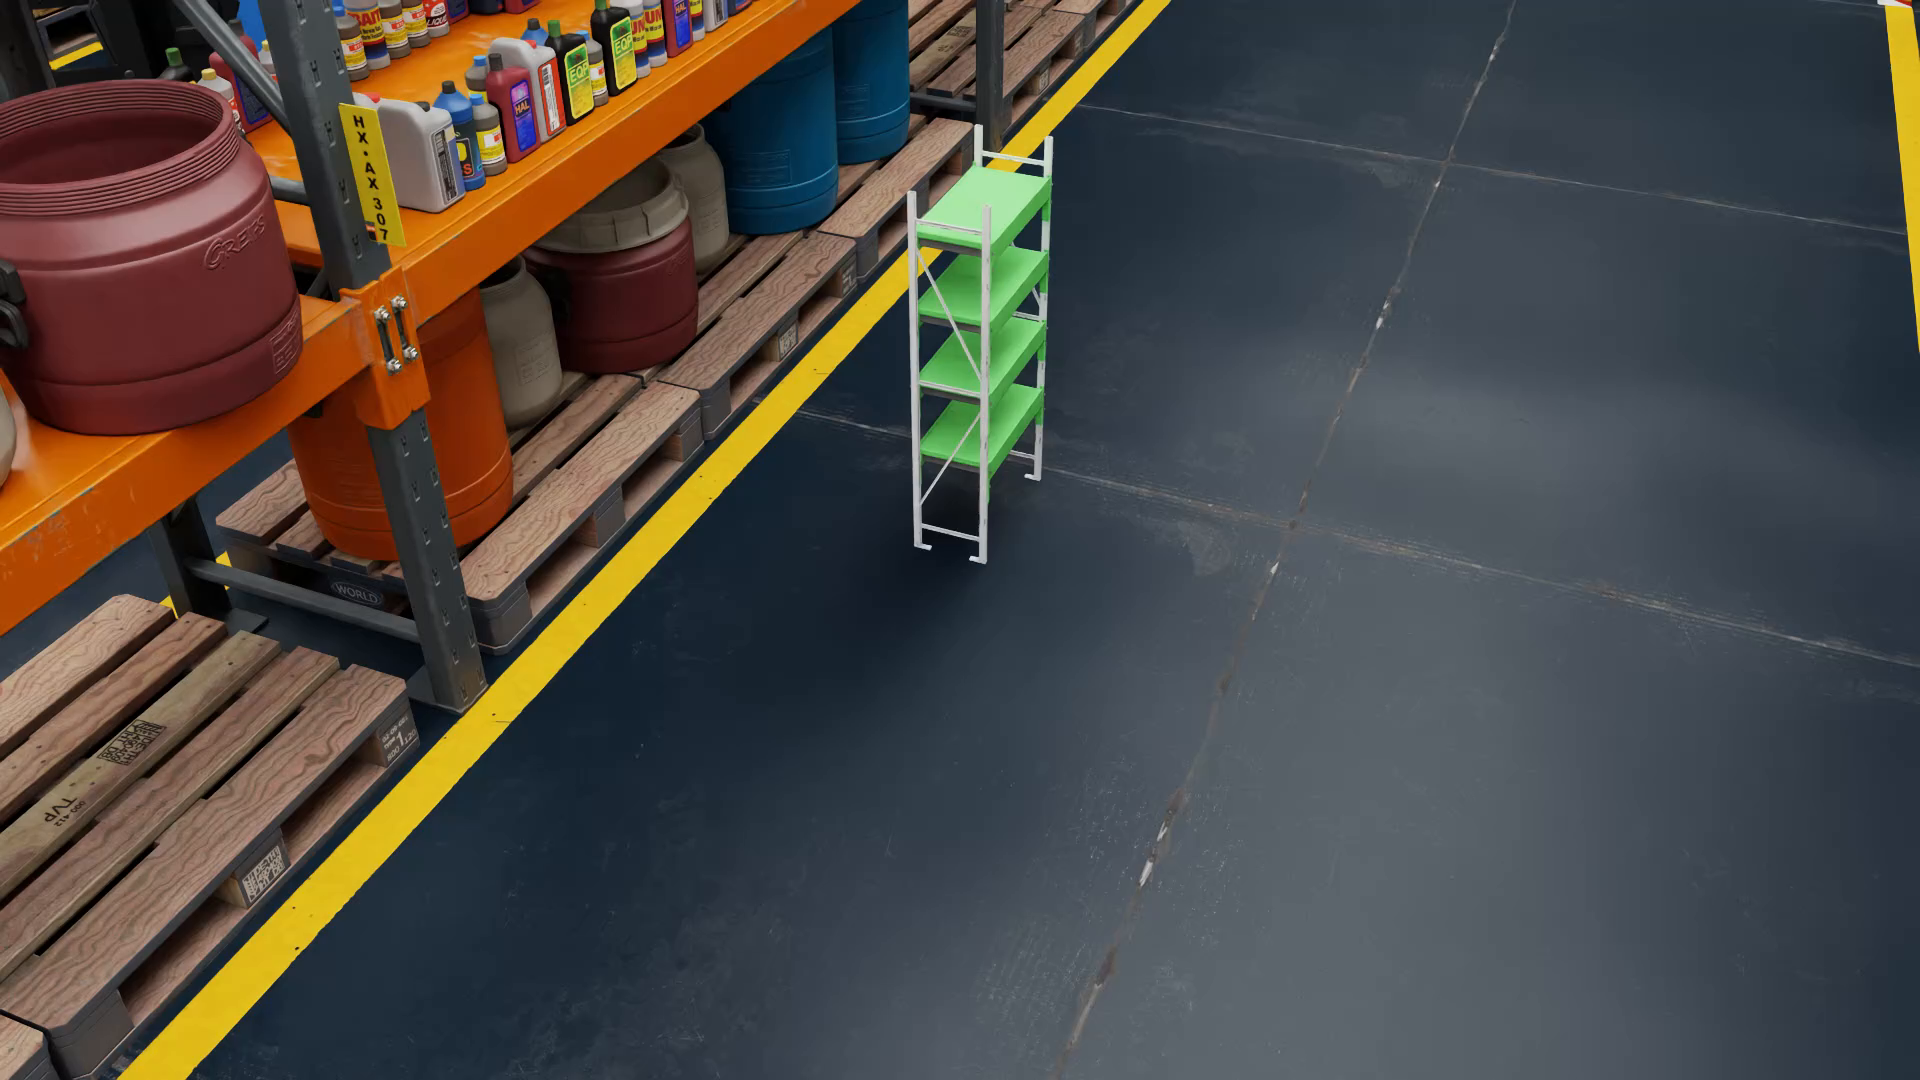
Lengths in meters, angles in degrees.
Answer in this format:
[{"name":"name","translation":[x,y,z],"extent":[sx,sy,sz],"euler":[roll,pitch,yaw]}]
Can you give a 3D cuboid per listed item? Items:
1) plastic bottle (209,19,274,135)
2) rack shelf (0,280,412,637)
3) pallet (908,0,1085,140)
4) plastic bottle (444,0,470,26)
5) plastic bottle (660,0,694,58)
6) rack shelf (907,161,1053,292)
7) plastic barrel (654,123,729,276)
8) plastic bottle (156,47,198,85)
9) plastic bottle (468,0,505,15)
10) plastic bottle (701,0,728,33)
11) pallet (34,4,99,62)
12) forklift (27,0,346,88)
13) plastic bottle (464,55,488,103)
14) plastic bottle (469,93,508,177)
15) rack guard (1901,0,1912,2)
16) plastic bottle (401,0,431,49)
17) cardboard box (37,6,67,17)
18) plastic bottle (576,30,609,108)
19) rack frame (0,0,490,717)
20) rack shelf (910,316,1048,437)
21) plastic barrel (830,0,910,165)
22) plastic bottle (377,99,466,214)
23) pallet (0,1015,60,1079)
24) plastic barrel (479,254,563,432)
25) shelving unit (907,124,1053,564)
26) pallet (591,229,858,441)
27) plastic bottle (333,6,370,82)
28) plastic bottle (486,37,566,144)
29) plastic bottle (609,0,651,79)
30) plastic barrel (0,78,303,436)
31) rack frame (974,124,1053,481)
[{"name":"plastic bottle","translation":[-1.965,-1.263,4.532],"extent":[0.061,0.283,0.133],"euler":[14,39,18]},{"name":"rack shelf","translation":[-2.574,0.535,2.630],"extent":[1.077,0.370,4.000],"euler":[14,39,18]},{"name":"pallet","translation":[-0.047,-2.375,8.251],"extent":[1.003,0.211,1.213],"euler":[14,39,18]},{"name":"plastic bottle","translation":[-1.618,-1.768,5.208],"extent":[0.061,0.283,0.133],"euler":[14,39,18]},{"name":"plastic bottle","translation":[-0.867,-1.609,4.995],"extent":[0.061,0.283,0.133],"euler":[14,39,18]},{"name":"rack shelf","translation":[0.063,-0.906,4.764],"extent":[0.258,0.148,0.480],"euler":[14,39,18]},{"name":"plastic barrel","translation":[-1.080,-1.266,6.165],"extent":[0.421,0.512,0.421],"euler":[0,37,0]},{"name":"plastic bottle","translation":[-2.053,-1.135,4.361],"extent":[0.061,0.283,0.133],"euler":[14,39,18]},{"name":"plastic bottle","translation":[-1.519,-1.874,5.293],"extent":[0.144,0.351,0.185],"euler":[14,39,18]},{"name":"plastic bottle","translation":[-0.821,-1.745,5.183],"extent":[0.152,0.276,0.135],"euler":[14,39,18]},{"name":"pallet","translation":[-5.144,-2.630,8.592],"extent":[1.003,0.211,1.213],"euler":[14,39,18]},{"name":"forklift","translation":[-3.574,-2.618,6.304],"extent":[3.031,2.935,1.130],"euler":[-11,38,-15]},{"name":"plastic bottle","translation":[-1.295,-1.222,4.545],"extent":[0.097,0.201,0.097],"euler":[0,37,0]},{"name":"plastic bottle","translation":[-1.242,-1.059,4.327],"extent":[0.097,0.201,0.097],"euler":[0,37,0]},{"name":"rack guard","translation":[5.821,-3.174,9.079],"extent":[1.175,0.500,0.348],"euler":[14,39,18]},{"name":"plastic bottle","translation":[-1.682,-1.613,5.069],"extent":[0.097,0.201,0.097],"euler":[0,37,0]},{"name":"cardboard box","translation":[-4.793,-3.042,8.535],"extent":[0.500,0.500,0.500],"euler":[14,39,17]},{"name":"plastic bottle","translation":[-1.053,-1.335,4.697],"extent":[0.097,0.201,0.097],"euler":[0,37,0]},{"name":"rack frame","translation":[-1.813,-0.861,3.896],"extent":[1.000,3.000,0.127],"euler":[14,39,18]},{"name":"rack shelf","translation":[0.063,-0.521,5.052],"extent":[0.258,0.148,0.480],"euler":[14,39,18]},{"name":"plastic barrel","translation":[-0.513,-2.106,6.964],"extent":[0.600,0.901,0.708],"euler":[14,39,18]},{"name":"plastic bottle","translation":[-1.349,-0.977,4.155],"extent":[0.152,0.276,0.135],"euler":[14,39,18]},{"name":"pallet","translation":[-2.609,1.349,3.269],"extent":[1.003,0.211,1.213],"euler":[14,39,18]},{"name":"plastic barrel","translation":[-1.510,-0.640,5.328],"extent":[0.421,0.512,0.421],"euler":[0,37,0]},{"name":"shelving unit","translation":[0.063,-0.572,5.013],"extent":[0.258,1.200,0.503],"euler":[14,39,18]},{"name":"pallet","translation":[-1.085,-0.863,6.228],"extent":[1.003,0.211,1.213],"euler":[14,39,18]},{"name":"plastic bottle","translation":[-1.793,-1.452,4.853],"extent":[0.097,0.201,0.097],"euler":[0,37,0]},{"name":"plastic bottle","translation":[-1.173,-1.233,4.498],"extent":[0.152,0.276,0.135],"euler":[14,39,18]},{"name":"plastic bottle","translation":[-0.965,-1.491,4.847],"extent":[0.097,0.271,0.097],"euler":[0,37,0]},{"name":"plastic barrel","translation":[-1.709,-0.589,3.420],"extent":[0.600,0.536,0.708],"euler":[14,39,18]},{"name":"rack frame","translation":[0.156,-0.707,5.194],"extent":[0.240,1.200,0.015],"euler":[14,39,18]}]
